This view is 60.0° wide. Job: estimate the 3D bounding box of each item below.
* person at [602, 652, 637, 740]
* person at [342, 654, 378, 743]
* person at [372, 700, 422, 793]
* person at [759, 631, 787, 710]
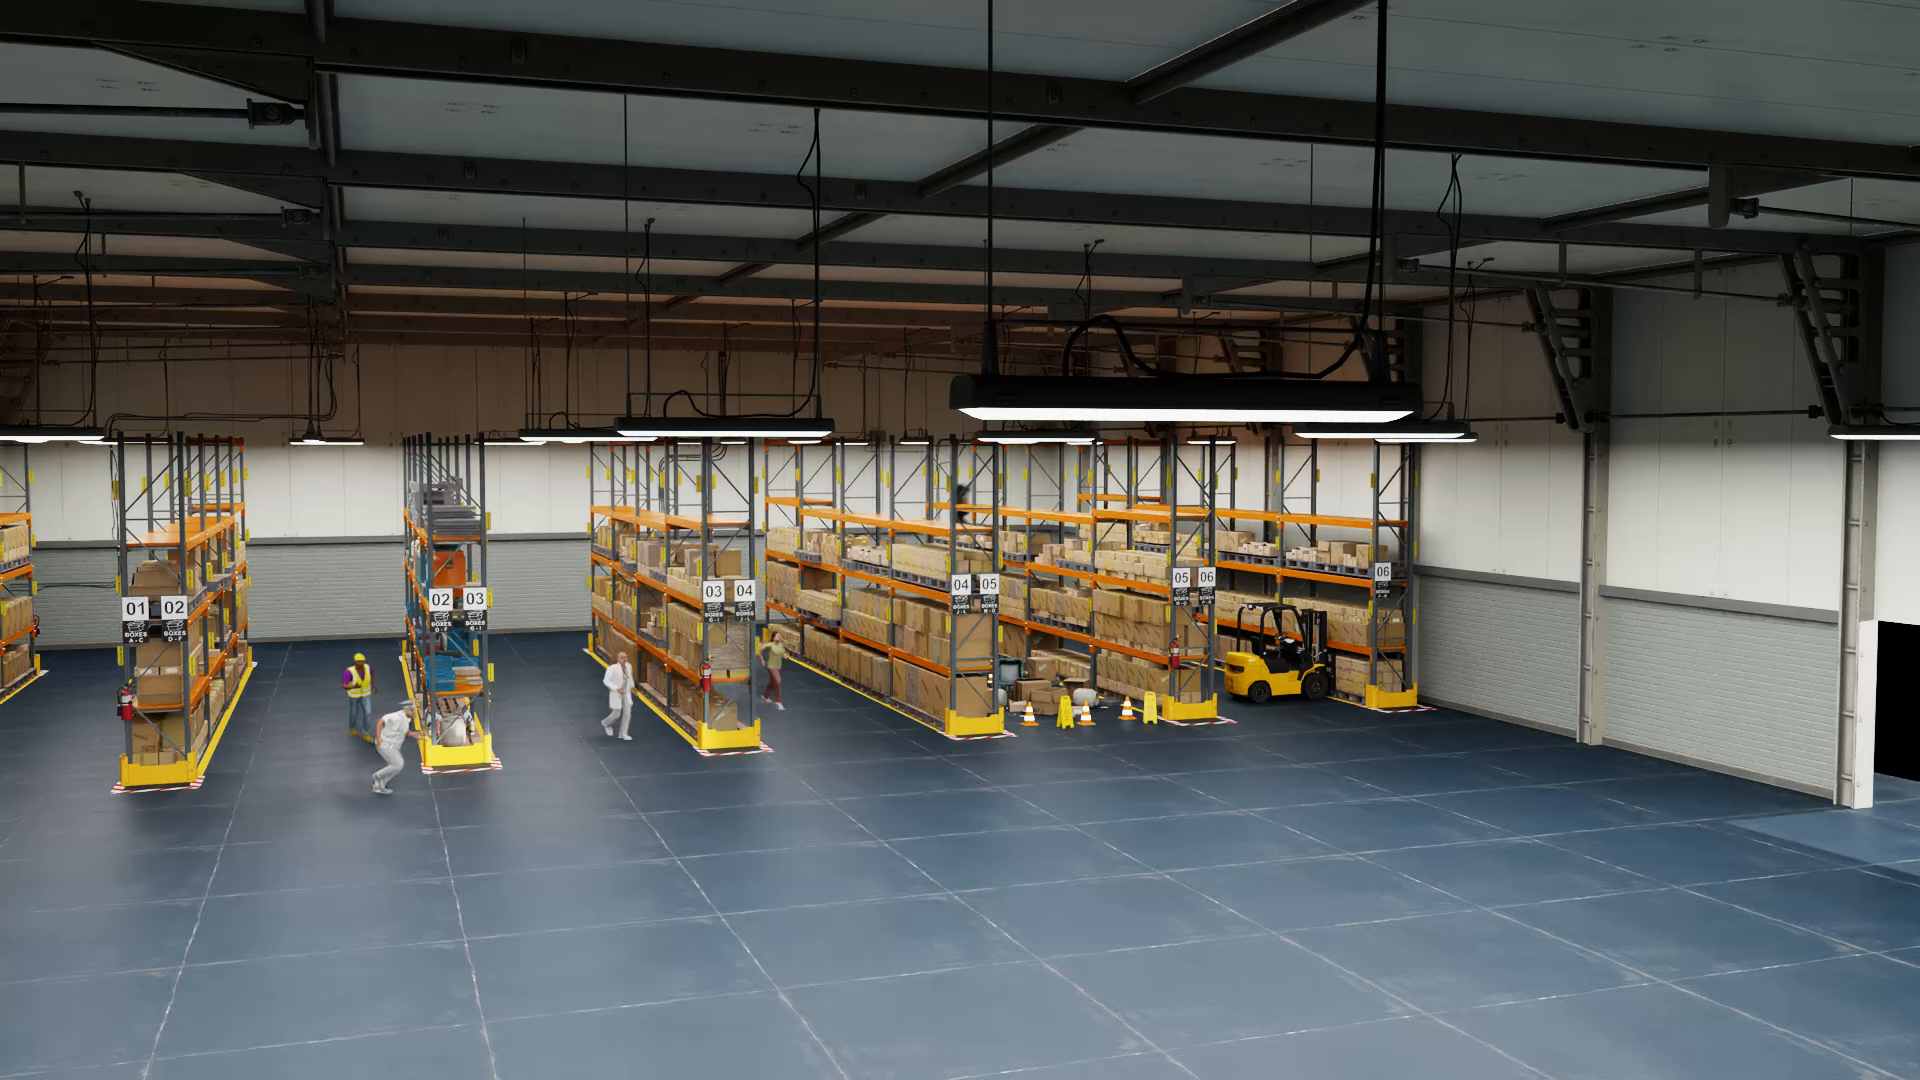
[{"bbox_3d":[-6.740,3.045,32.685,0.712,1.732,0.888,-3,4,-42],"label":"person"},{"bbox_3d":[-11.727,3.059,32.487,0.715,1.733,0.982,-2,4,-32],"label":"person"},{"bbox_3d":[-9.312,3.420,27.379,0.866,1.569,0.700,1,3,10],"label":"person"},{"bbox_3d":[-4.146,2.856,36.667,0.863,1.713,0.613,3,4,42],"label":"person"}]
